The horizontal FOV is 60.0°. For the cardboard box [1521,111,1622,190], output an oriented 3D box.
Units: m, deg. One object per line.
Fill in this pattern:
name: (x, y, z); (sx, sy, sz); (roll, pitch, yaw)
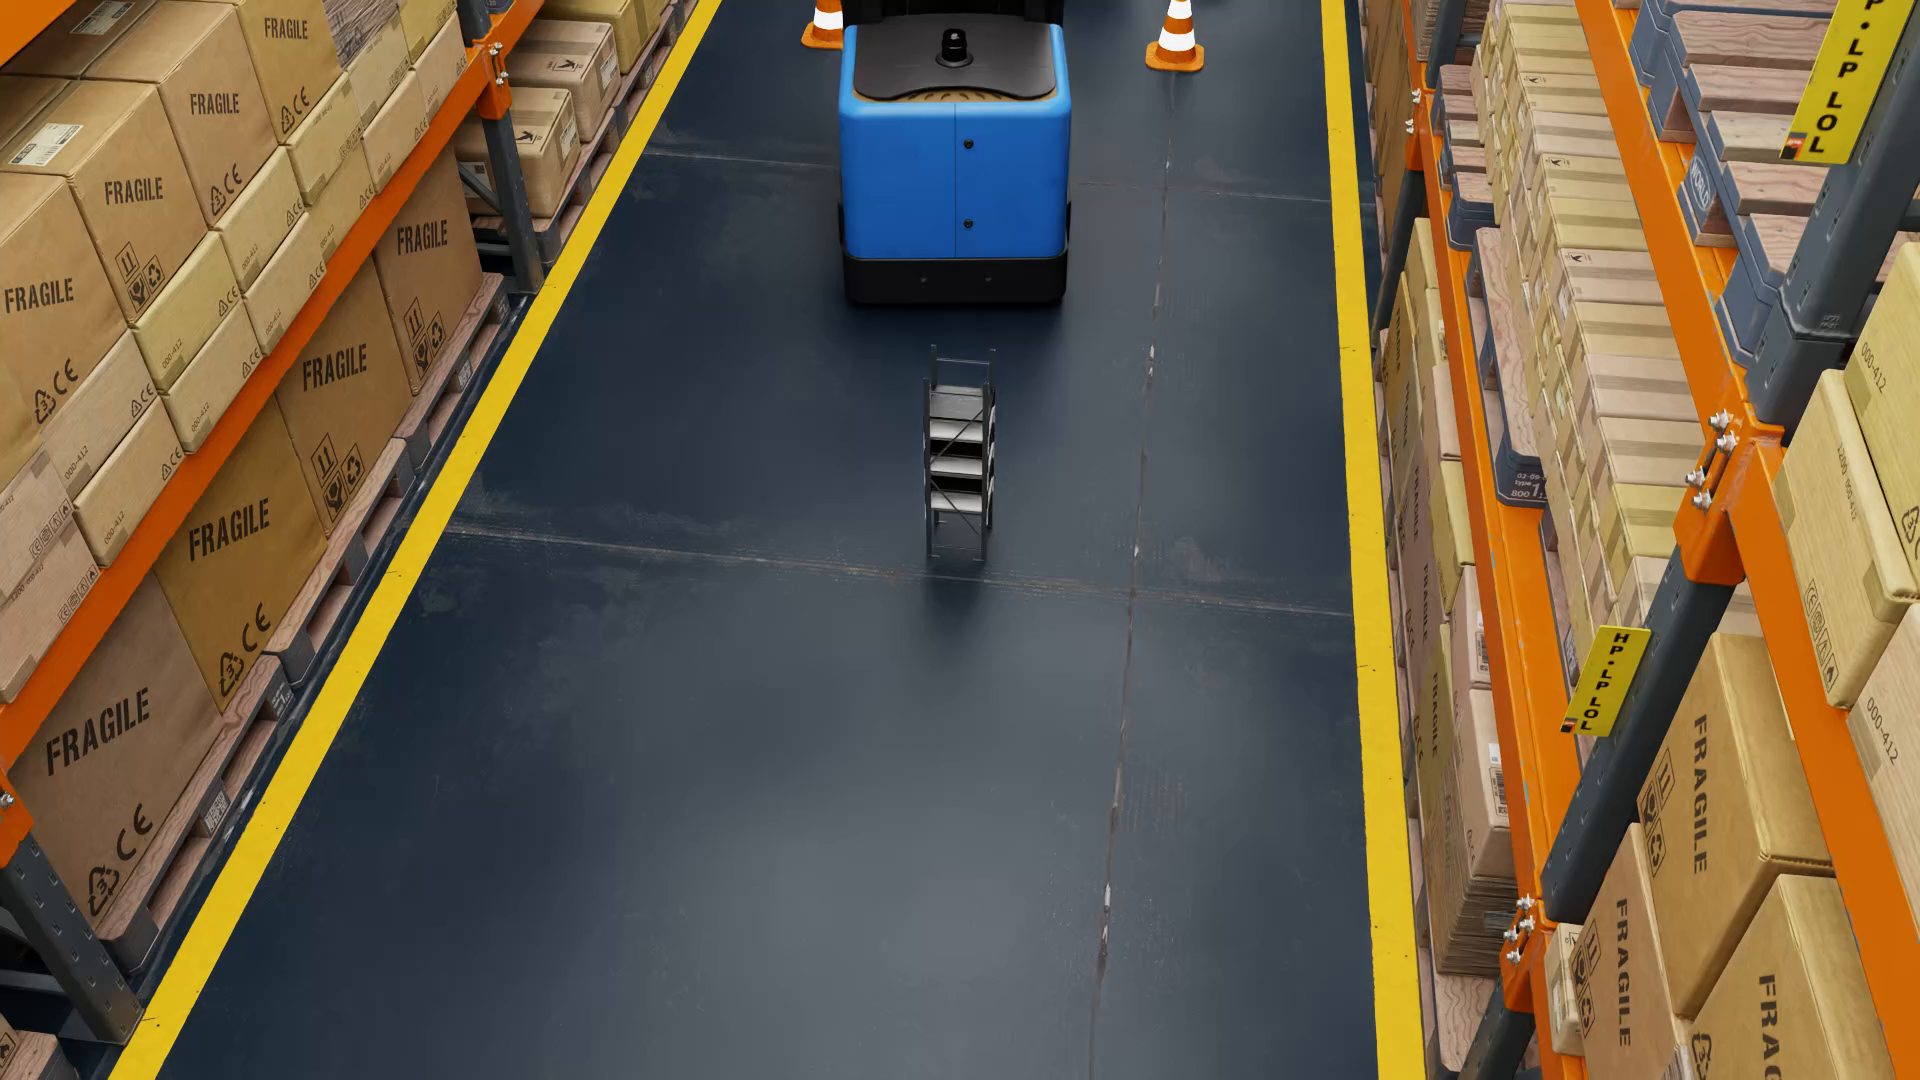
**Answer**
cardboard box: (2.010, -1.229, 5.311); (0.380, 0.149, 0.250); (7, 44, 7)

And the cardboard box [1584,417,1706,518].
cardboard box: (1.804, -0.166, 4.188); (0.380, 0.149, 0.250); (4, 44, 4)

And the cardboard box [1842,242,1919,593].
cardboard box: (1.572, -0.148, 2.289); (0.500, 0.250, 0.500); (7, 44, 7)

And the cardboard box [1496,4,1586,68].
cardboard box: (2.117, -1.761, 5.873); (0.380, 0.149, 0.250); (4, 44, 4)

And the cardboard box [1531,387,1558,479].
cardboard box: (1.863, -0.296, 4.758); (0.380, 0.149, 0.250); (4, 44, 4)

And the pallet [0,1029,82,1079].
pallet: (-3.224, 1.904, 4.585); (1.003, 0.211, 1.213); (5, 44, 6)

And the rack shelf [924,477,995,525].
rack shelf: (-0.001, -0.166, 6.581); (0.258, 0.077, 0.200); (5, 44, 6)

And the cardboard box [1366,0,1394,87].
cardboard box: (2.807, -2.938, 9.002); (1.050, 0.750, 0.750); (5, 44, 6)

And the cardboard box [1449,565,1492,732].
cardboard box: (1.803, 0.365, 5.150); (0.500, 0.250, 0.500); (7, 44, 7)

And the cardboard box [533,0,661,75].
cardboard box: (-2.237, -2.948, 9.287); (0.950, 0.372, 0.625); (7, 44, 7)

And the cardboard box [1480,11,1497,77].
cardboard box: (2.140, -1.823, 6.154); (0.380, 0.149, 0.250); (7, 44, 7)

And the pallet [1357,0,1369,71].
pallet: (2.904, -3.145, 9.918); (1.003, 0.211, 1.213); (5, 44, 6)

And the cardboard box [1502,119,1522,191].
cardboard box: (2.041, -1.283, 5.585); (0.380, 0.149, 0.250); (5, 44, 6)

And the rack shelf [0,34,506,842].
rack shelf: (-2.782, -0.721, 5.853); (1.077, 0.370, 4.000); (5, 44, 6)

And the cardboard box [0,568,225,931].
cardboard box: (-3.043, 0.570, 5.207); (0.875, 0.875, 0.875); (6, 44, 7)

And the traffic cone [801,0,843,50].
traffic cone: (-0.765, -3.178, 9.770); (0.336, 0.463, 0.334); (5, 44, 6)

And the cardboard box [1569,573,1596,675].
cardboard box: (1.764, 0.235, 4.198); (0.380, 0.149, 0.250); (5, 44, 6)

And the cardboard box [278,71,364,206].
cardboard box: (-2.441, -1.419, 5.812); (0.500, 0.250, 0.500); (4, 44, 4)

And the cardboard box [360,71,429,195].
cardboard box: (-2.379, -1.573, 6.339); (0.500, 0.250, 0.500); (6, 44, 6)

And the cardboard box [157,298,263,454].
cardboard box: (-2.576, -0.541, 5.249); (0.500, 0.250, 0.500); (5, 44, 5)

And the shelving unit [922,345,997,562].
shelving unit: (-0.001, -0.321, 6.435); (0.258, 0.900, 0.210); (5, 44, 6)

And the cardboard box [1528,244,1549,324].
cardboard box: (1.939, -0.760, 5.032); (0.380, 0.149, 0.250); (7, 44, 7)

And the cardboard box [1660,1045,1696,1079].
cardboard box: (1.500, 1.270, 2.938); (0.500, 0.500, 0.500); (5, 44, 5)

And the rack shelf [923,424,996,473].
rack shelf: (-0.001, -0.362, 6.396); (0.258, 0.077, 0.200); (5, 44, 6)

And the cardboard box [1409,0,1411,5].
cardboard box: (2.263, -2.672, 7.317); (0.500, 0.500, 0.500); (5, 44, 6)

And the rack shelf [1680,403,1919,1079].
rack shelf: (1.609, 1.297, 1.540); (1.077, 0.370, 4.000); (5, 44, 6)

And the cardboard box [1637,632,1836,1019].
cardboard box: (1.573, 0.540, 2.982); (0.500, 0.500, 0.500); (6, 44, 7)

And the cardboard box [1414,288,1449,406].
cardboard box: (2.005, -0.688, 6.262); (0.500, 0.250, 0.500); (5, 44, 5)

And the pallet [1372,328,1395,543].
pallet: (2.298, -0.419, 7.039); (1.003, 0.211, 1.213); (5, 44, 6)

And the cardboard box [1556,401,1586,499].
cardboard box: (1.832, -0.232, 4.474); (0.380, 0.149, 0.250); (4, 44, 4)

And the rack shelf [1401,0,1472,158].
rack shelf: (2.667, -3.066, 8.330); (1.077, 0.370, 4.000); (5, 44, 6)

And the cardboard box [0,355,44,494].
cardboard box: (-2.703, -0.293, 4.077); (0.500, 0.500, 0.500); (6, 44, 6)

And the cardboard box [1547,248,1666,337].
cardboard box: (1.907, -0.695, 4.747); (0.380, 0.149, 0.250); (3, 44, 4)

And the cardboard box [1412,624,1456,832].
cardboard box: (1.790, 0.640, 5.405); (0.500, 0.500, 0.500); (4, 44, 5)

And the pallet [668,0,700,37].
pallet: (-2.090, -3.528, 10.323); (1.003, 0.211, 1.213); (5, 44, 6)

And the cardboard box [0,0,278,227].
cardboard box: (-2.532, -1.336, 5.180); (0.500, 0.500, 0.500); (5, 44, 5)

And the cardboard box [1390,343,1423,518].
cardboard box: (1.993, -0.407, 6.511); (0.500, 0.500, 0.500); (6, 44, 6)

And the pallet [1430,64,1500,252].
pallet: (2.414, -1.399, 6.186); (1.213, 0.211, 1.003); (5, 44, 6)

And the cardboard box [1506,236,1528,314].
cardboard box: (1.970, -0.835, 5.328); (0.380, 0.149, 0.250); (6, 44, 6)

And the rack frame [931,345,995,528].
rack frame: (0.012, -0.391, 6.508); (0.240, 0.900, 0.006); (5, 44, 6)

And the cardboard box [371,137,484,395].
cardboard box: (-2.691, -1.263, 7.142); (0.875, 0.875, 0.875); (5, 44, 5)

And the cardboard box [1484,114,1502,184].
cardboard box: (2.073, -1.372, 5.895); (0.380, 0.149, 0.250); (7, 44, 8)

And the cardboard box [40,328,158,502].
cardboard box: (-2.667, -0.379, 4.714); (0.500, 0.250, 0.500); (6, 44, 6)

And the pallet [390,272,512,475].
pallet: (-2.696, -0.803, 7.444); (1.003, 0.211, 1.213); (5, 44, 6)

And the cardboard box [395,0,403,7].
cardboard box: (-2.326, -2.369, 6.270); (0.500, 0.500, 0.500); (4, 44, 4)

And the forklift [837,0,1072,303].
forklift: (-0.039, -3.171, 7.968); (1.130, 2.935, 3.031); (-1, 43, -1)

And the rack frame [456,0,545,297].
rack frame: (-2.517, -2.346, 7.045); (1.000, 3.000, 0.127); (5, 44, 6)

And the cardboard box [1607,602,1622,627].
cardboard box: (1.731, 0.303, 3.909); (0.380, 0.149, 0.250); (6, 44, 7)

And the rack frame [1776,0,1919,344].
rack frame: (1.874, -1.417, 1.701); (1.000, 3.000, 0.127); (5, 44, 6)
